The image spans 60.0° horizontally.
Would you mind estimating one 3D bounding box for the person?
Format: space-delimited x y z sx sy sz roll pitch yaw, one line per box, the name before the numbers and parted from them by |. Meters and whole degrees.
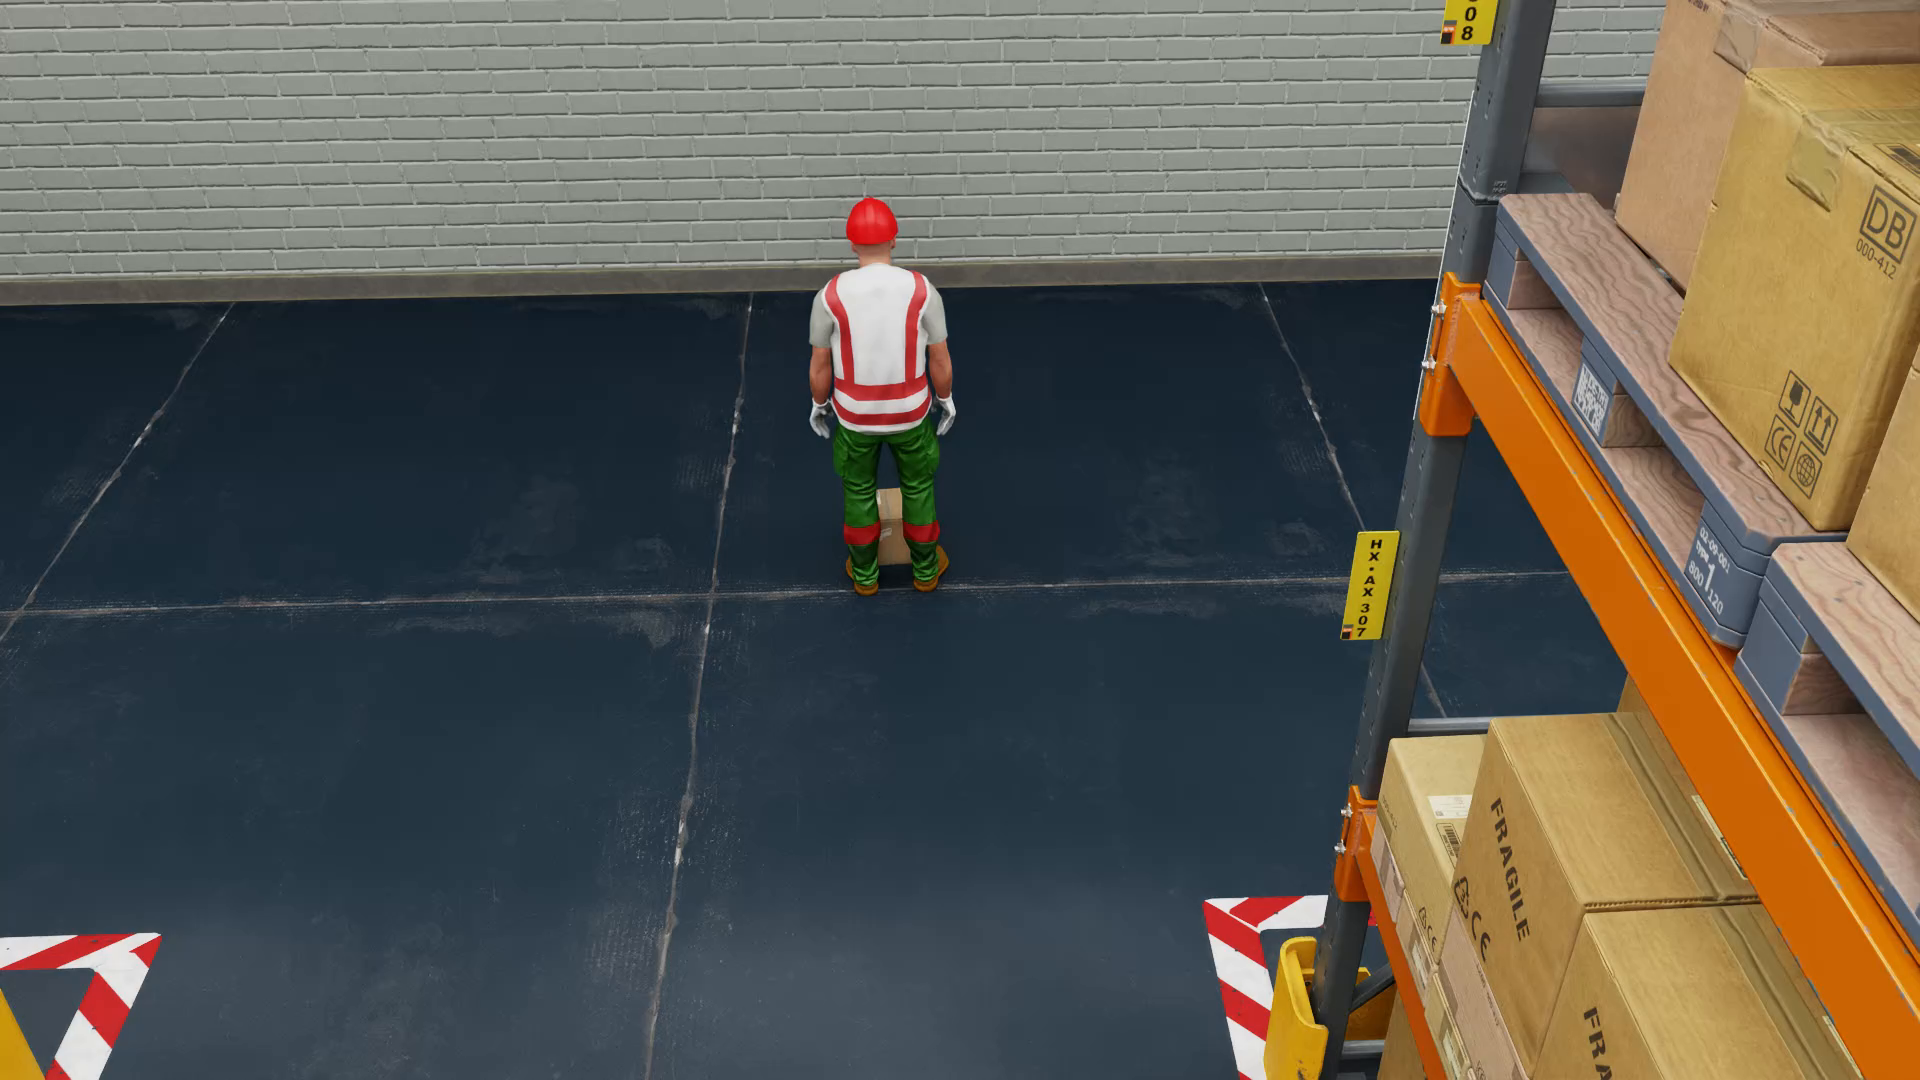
person | -0.322 -0.558 6.932 0.612 1.779 0.455 -2 35 -3
